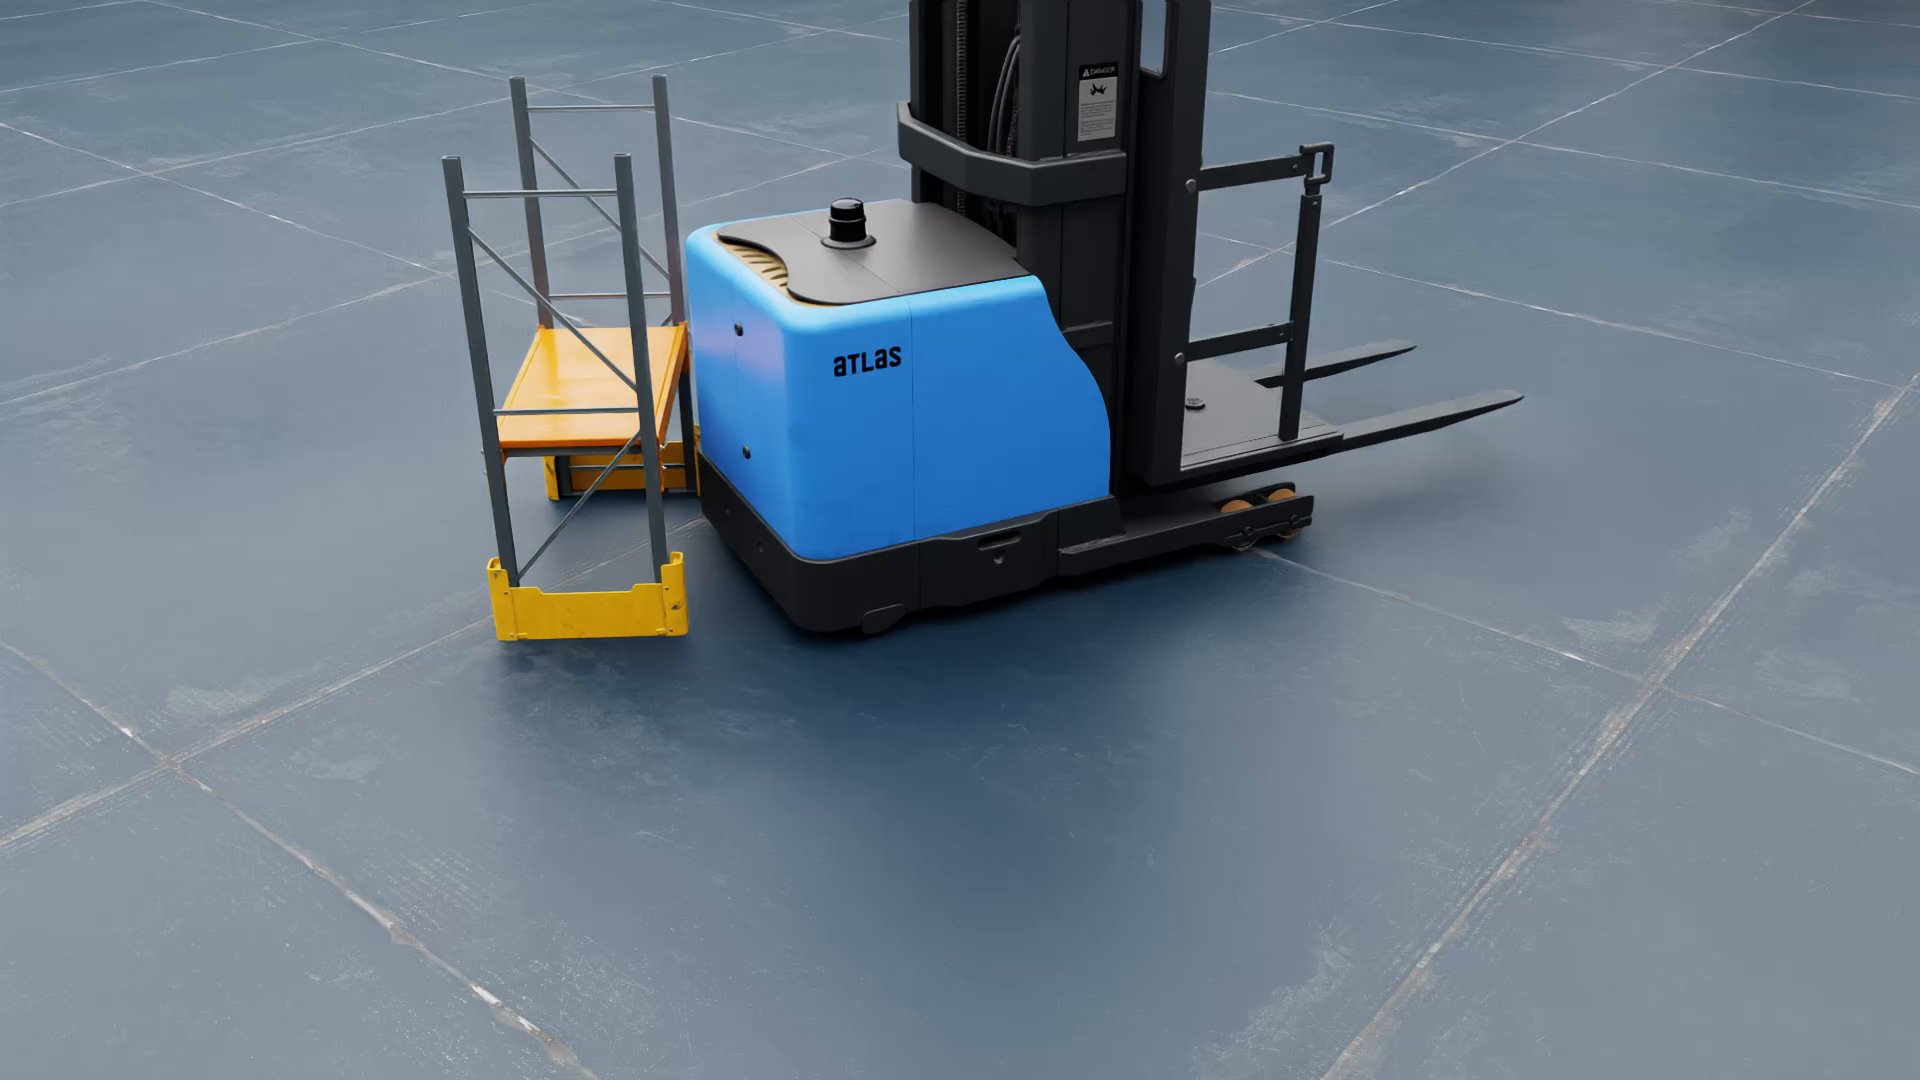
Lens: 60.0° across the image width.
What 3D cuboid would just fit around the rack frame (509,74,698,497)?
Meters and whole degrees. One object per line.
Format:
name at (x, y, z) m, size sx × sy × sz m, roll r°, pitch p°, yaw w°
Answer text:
rack frame at (-1.207, -0.838, 5.737) m, size 0.500 × 1.500 × 0.032 m, roll -2°, pitch 27°, yaw -3°

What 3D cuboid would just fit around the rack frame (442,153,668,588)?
rack frame at (-1.143, -0.372, 4.836) m, size 0.500 × 1.500 × 0.032 m, roll -2°, pitch 27°, yaw -3°

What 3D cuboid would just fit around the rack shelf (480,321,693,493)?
rack shelf at (-1.175, -0.445, 5.369) m, size 0.538 × 0.185 × 1.000 m, roll -2°, pitch 27°, yaw -3°

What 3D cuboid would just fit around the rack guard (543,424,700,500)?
rack guard at (-1.207, -0.282, 6.023) m, size 0.587 × 0.250 × 0.087 m, roll -2°, pitch 27°, yaw -3°

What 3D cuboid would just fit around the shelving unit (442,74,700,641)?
shelving unit at (-1.176, -0.609, 5.295) m, size 0.587 × 1.500 × 1.083 m, roll -2°, pitch 27°, yaw -3°

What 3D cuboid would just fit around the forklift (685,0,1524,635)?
forklift at (0.649, -1.471, 5.404) m, size 3.031 × 2.935 × 1.130 m, roll -13°, pitch 30°, yaw -24°

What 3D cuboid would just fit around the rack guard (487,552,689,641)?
rack guard at (-1.144, 0.175, 5.140) m, size 0.587 × 0.250 × 0.087 m, roll -2°, pitch 27°, yaw -3°
